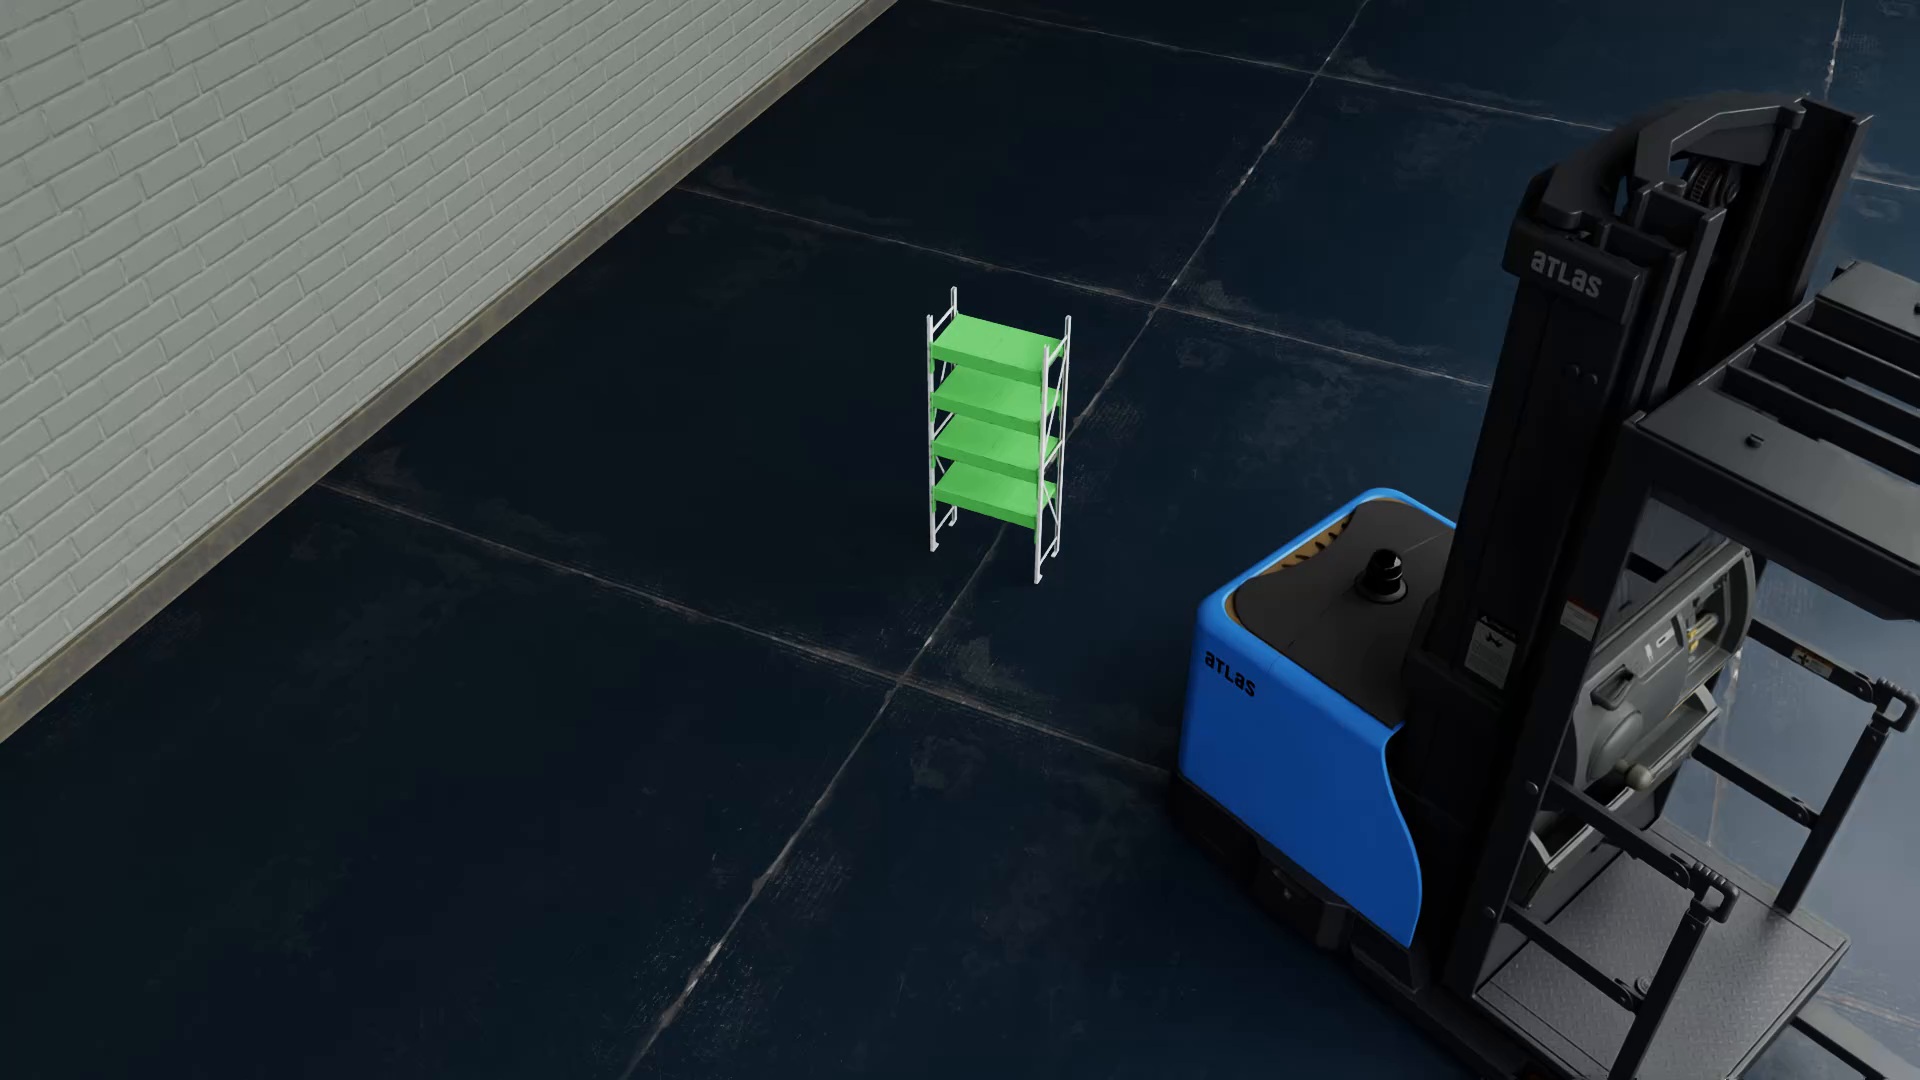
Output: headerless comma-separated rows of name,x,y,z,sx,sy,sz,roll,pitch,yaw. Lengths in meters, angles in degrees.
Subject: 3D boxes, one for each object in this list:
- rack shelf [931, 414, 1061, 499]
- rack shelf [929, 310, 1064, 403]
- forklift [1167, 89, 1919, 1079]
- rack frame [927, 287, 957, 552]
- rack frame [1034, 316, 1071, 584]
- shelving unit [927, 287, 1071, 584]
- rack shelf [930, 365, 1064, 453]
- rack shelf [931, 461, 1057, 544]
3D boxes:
rack shelf,0.150,-0.359,6.846,0.480,0.148,0.258,17,44,19
rack shelf,0.150,-0.722,6.532,0.480,0.148,0.258,17,44,19
forklift,2.103,0.426,4.521,1.130,2.935,3.031,-30,49,-30
rack frame,-0.071,-0.475,6.882,0.015,1.200,0.240,17,44,19
rack frame,0.371,-0.340,6.726,0.015,1.200,0.240,17,44,19
shelving unit,0.150,-0.408,6.804,0.503,1.200,0.258,17,44,19
rack shelf,0.150,-0.541,6.689,0.480,0.148,0.258,17,44,19
rack shelf,0.150,-0.178,7.003,0.480,0.148,0.258,17,44,19
